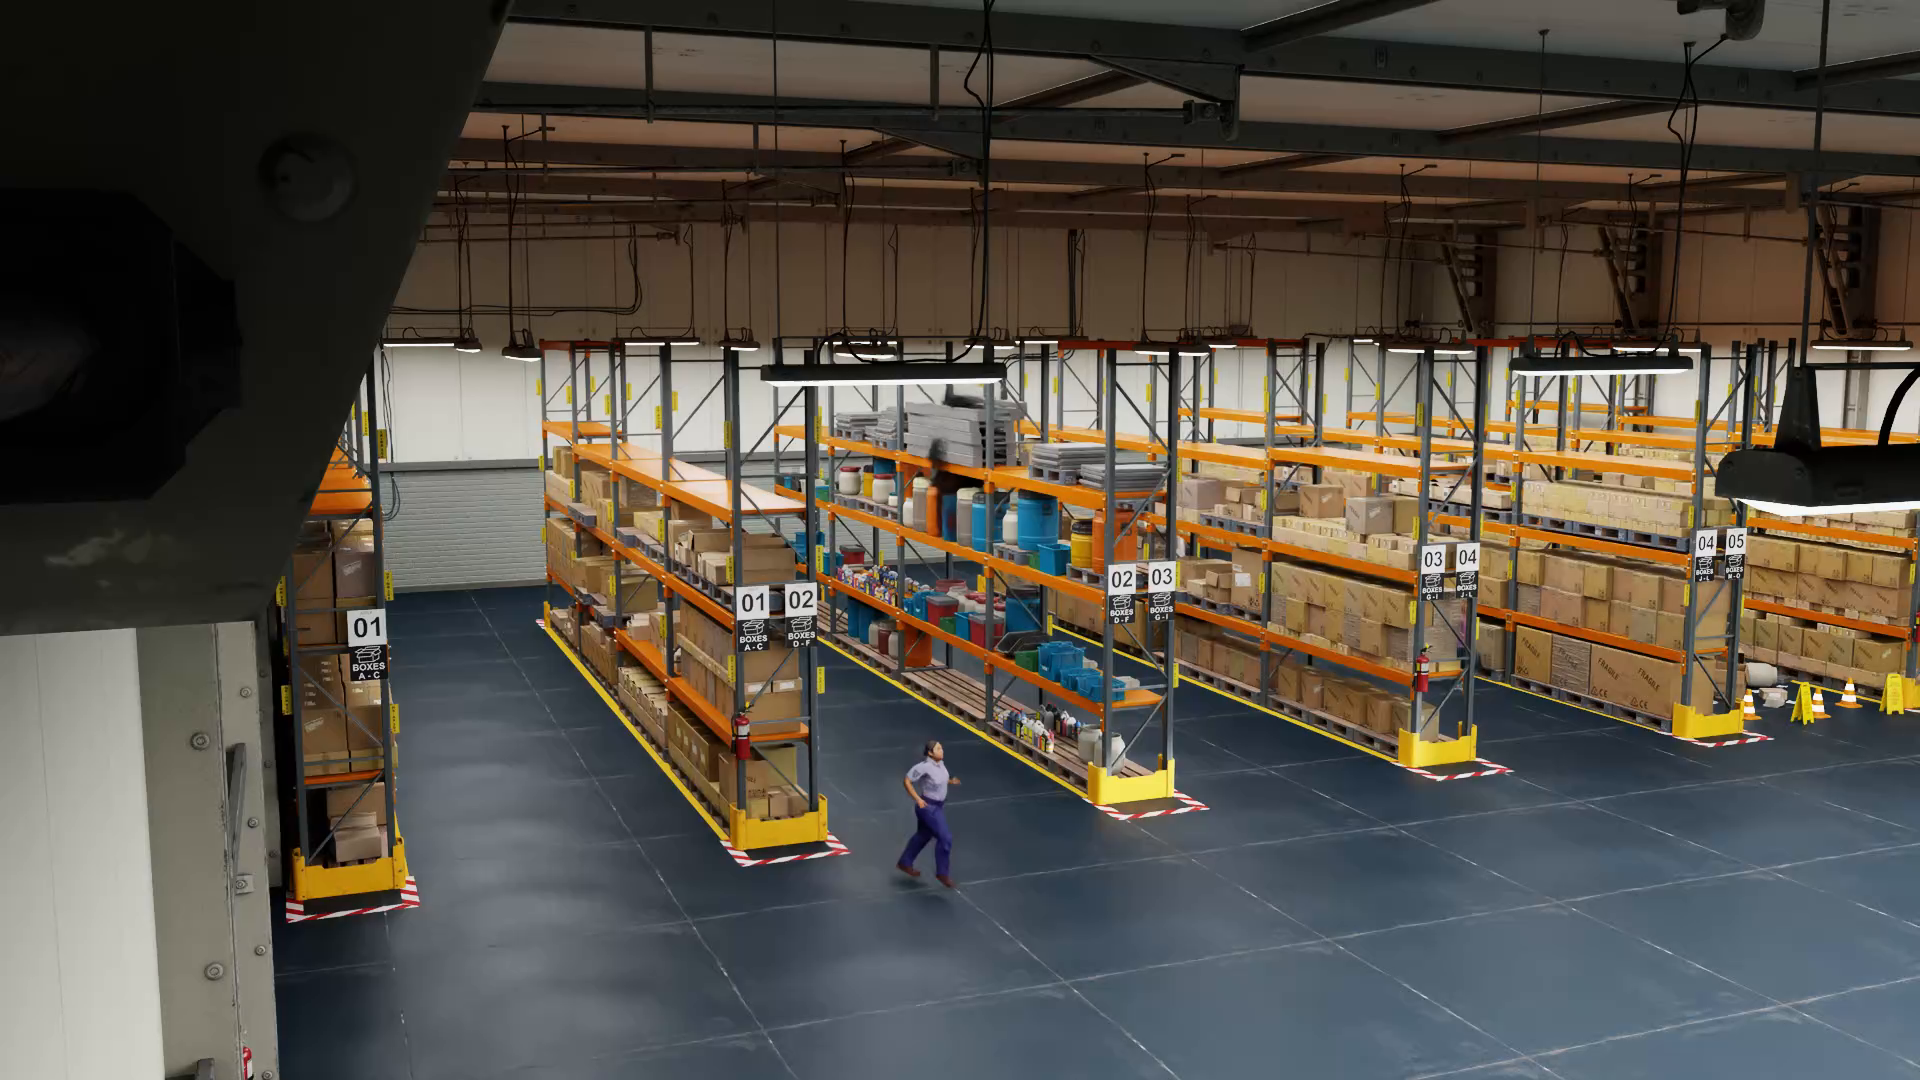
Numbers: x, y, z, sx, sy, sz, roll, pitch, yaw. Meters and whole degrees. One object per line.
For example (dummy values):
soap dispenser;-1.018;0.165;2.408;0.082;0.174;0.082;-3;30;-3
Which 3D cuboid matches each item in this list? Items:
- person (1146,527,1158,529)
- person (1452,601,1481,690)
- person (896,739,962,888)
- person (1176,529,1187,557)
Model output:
person;4.398;0.450;38.781;0.706;1.708;0.504;0;7;-3
person;8.720;1.838;28.544;0.516;1.588;0.608;-4;8;-26
person;-0.357;3.101;18.882;0.762;1.693;0.576;2;8;13
person;4.855;0.543;37.493;0.665;1.771;1.004;-2;8;-16
